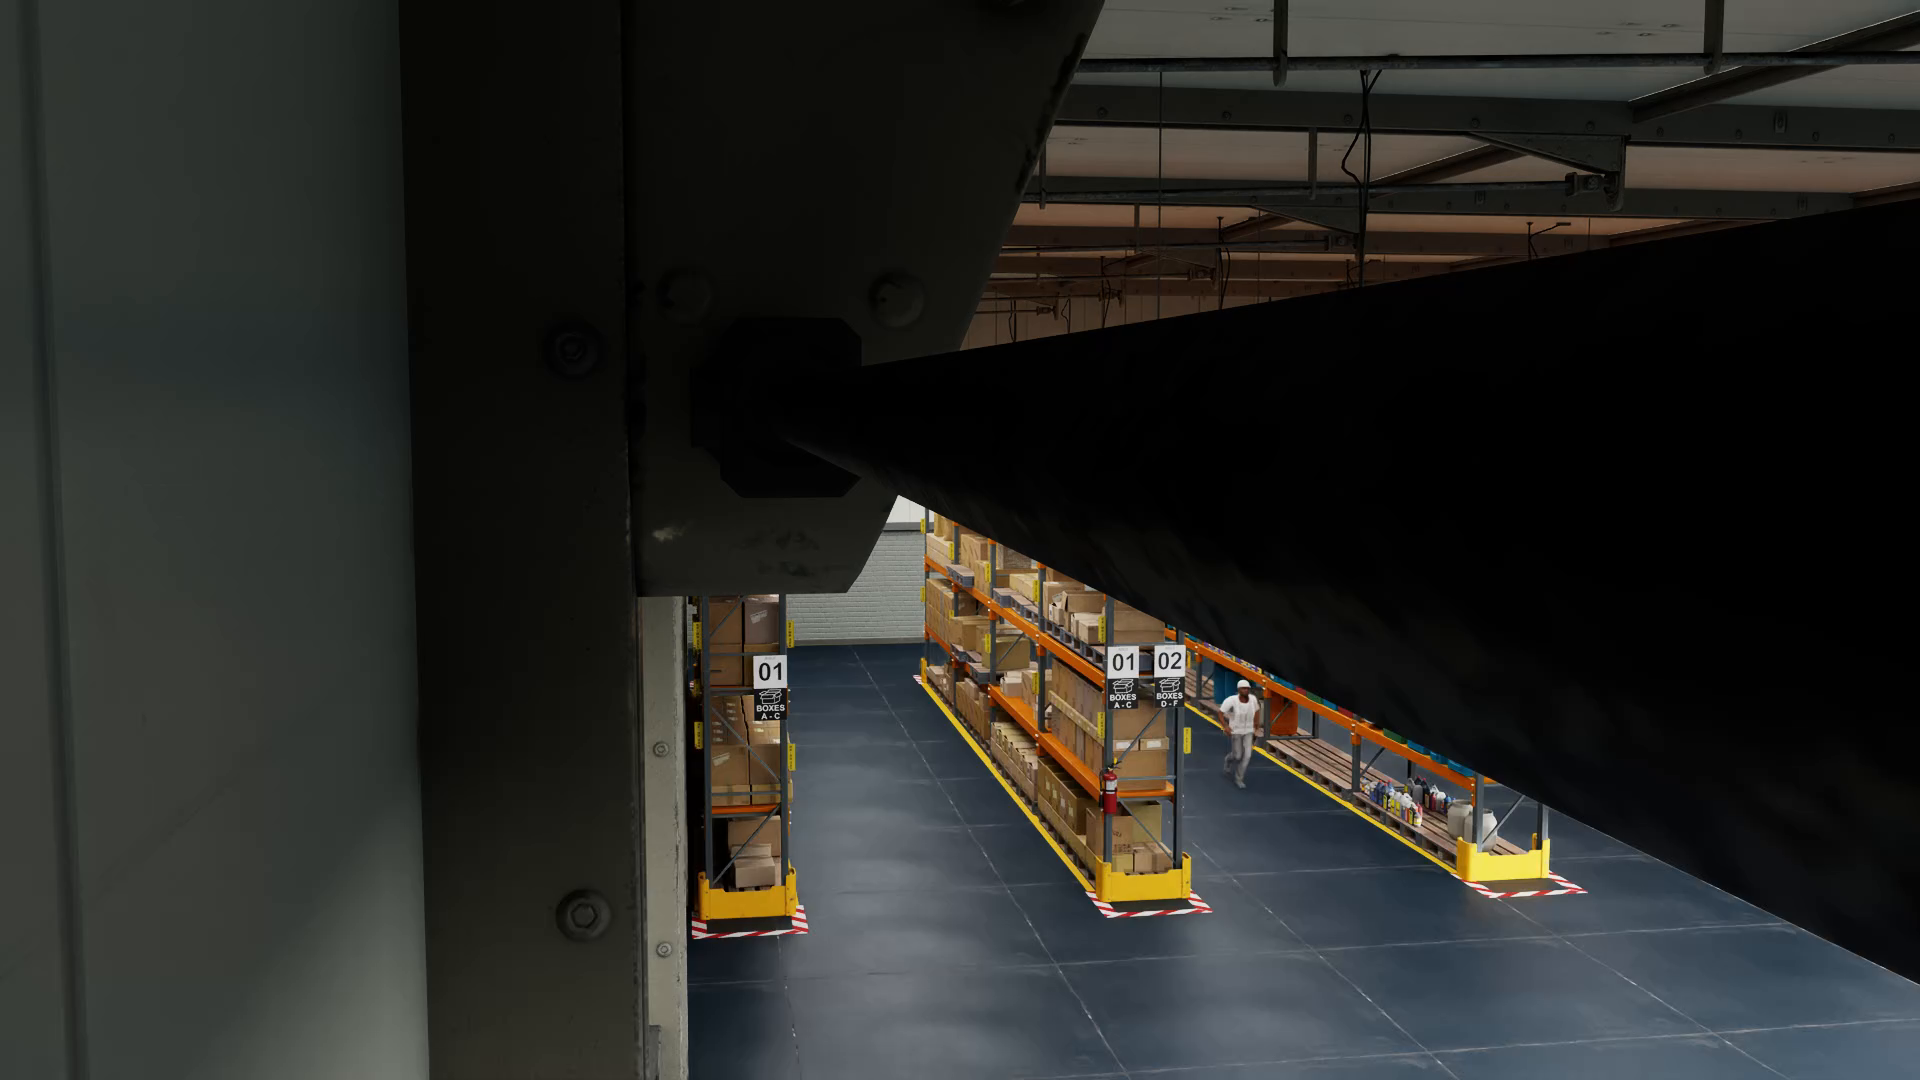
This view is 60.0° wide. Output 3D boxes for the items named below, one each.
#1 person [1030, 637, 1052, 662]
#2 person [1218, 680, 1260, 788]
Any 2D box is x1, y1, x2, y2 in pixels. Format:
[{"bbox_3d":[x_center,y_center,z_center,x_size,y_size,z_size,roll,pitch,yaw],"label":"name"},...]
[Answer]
[{"bbox_3d":[1.714,2.058,36.161,0.690,1.714,0.484,-2,5,-19],"label":"person"},{"bbox_3d":[4.536,3.108,26.965,0.723,1.730,0.666,-1,5,-16],"label":"person"}]
